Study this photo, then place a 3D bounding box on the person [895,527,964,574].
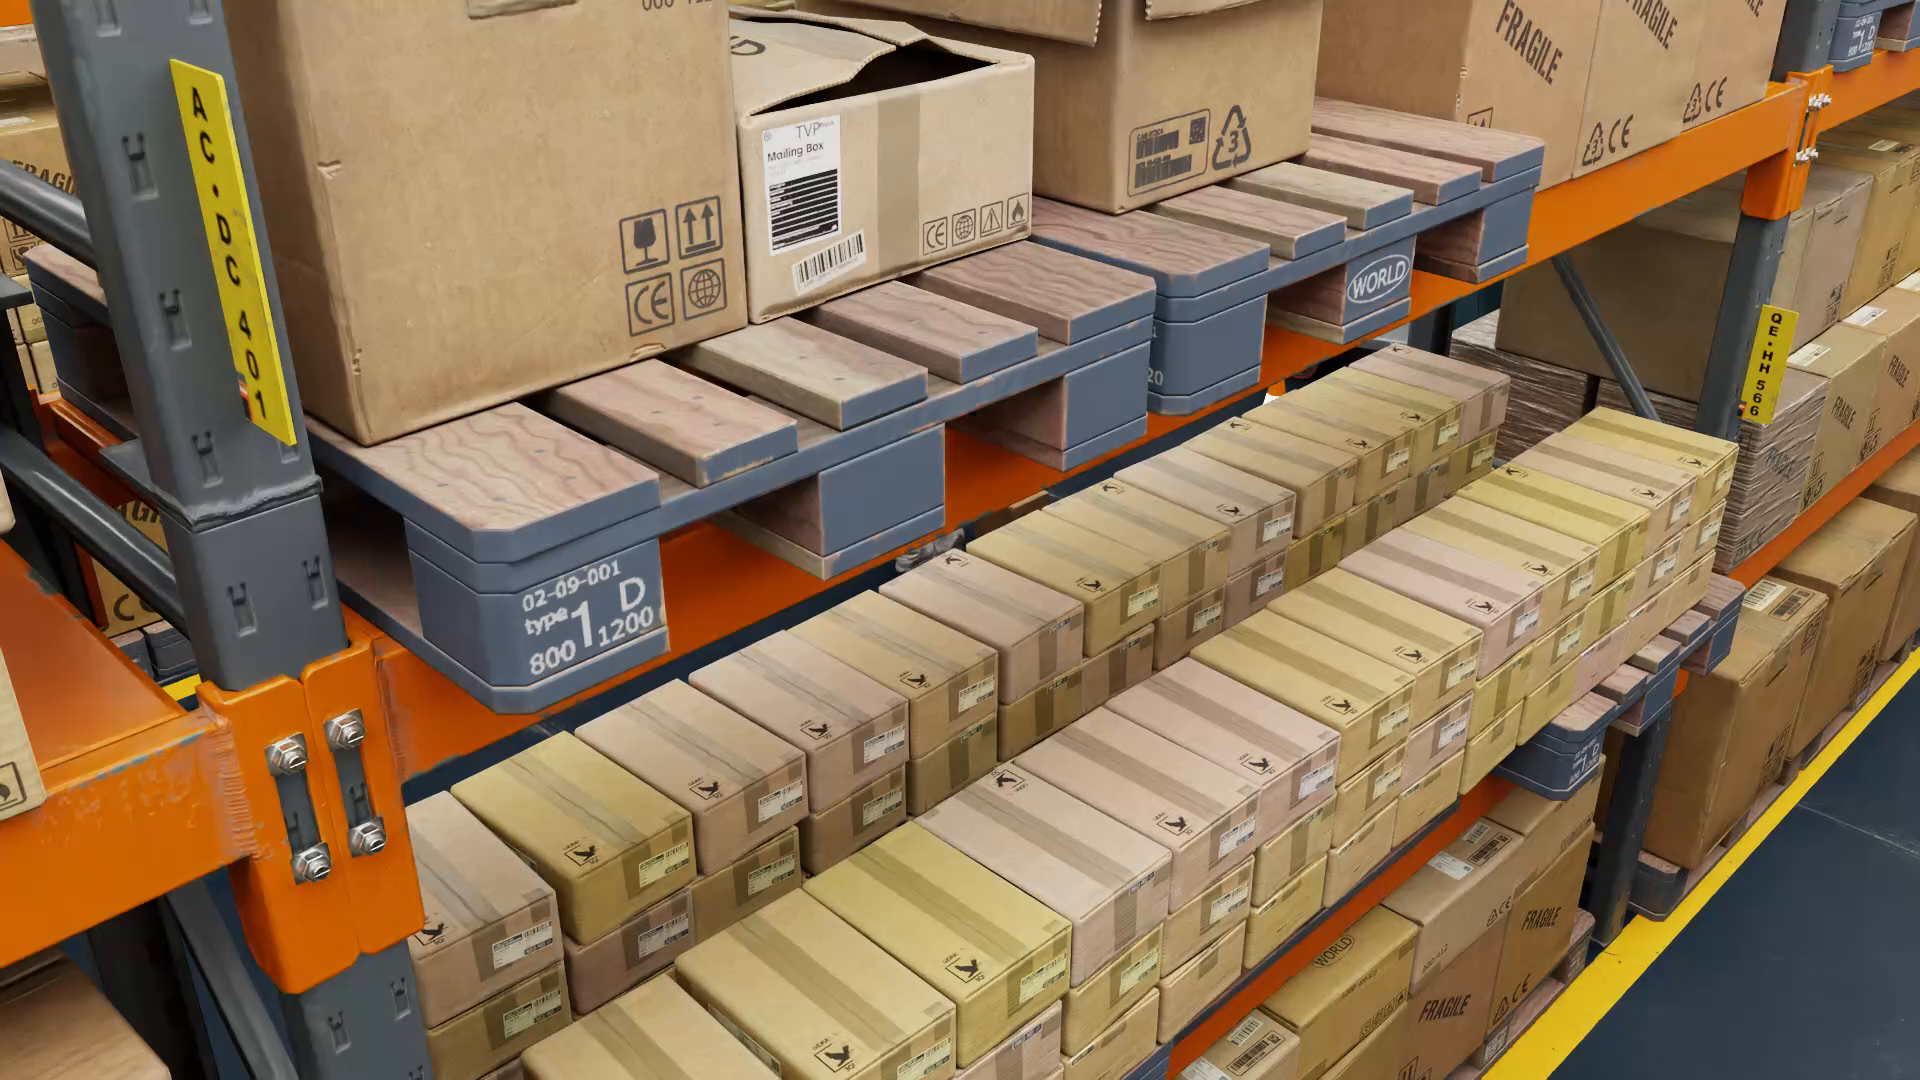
[{"bbox_3d":[-0.107,-0.640,7.327,0.361,1.789,0.549,-24,36,-38],"label":"person"}]
